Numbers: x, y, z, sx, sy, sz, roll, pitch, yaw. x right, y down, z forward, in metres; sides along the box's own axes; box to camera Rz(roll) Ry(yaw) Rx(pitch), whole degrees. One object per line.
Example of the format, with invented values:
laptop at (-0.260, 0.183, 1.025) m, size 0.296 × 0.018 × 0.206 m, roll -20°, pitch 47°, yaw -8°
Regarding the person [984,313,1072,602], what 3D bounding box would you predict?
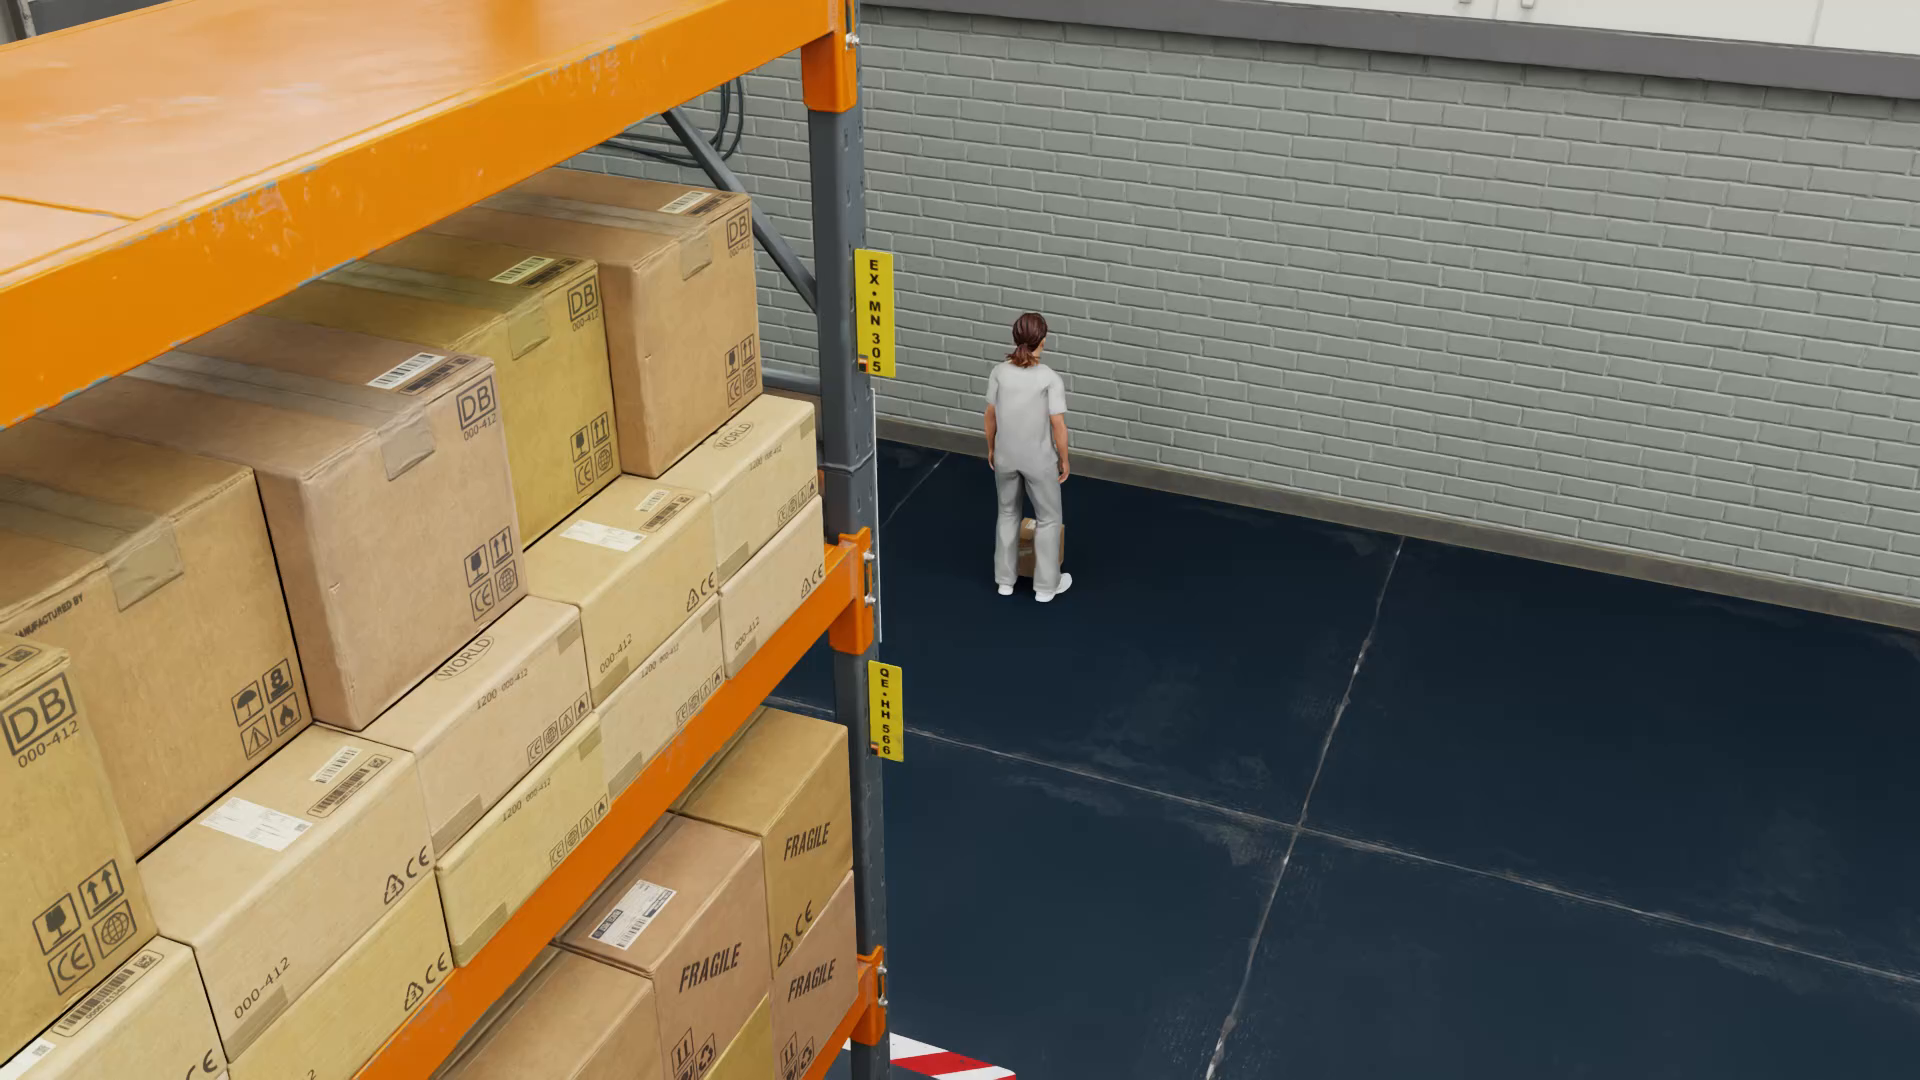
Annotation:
person at (0.371, -0.447, 9.176) m, size 0.484 × 1.672 × 0.360 m, roll 11°, pitch 32°, yaw 19°
